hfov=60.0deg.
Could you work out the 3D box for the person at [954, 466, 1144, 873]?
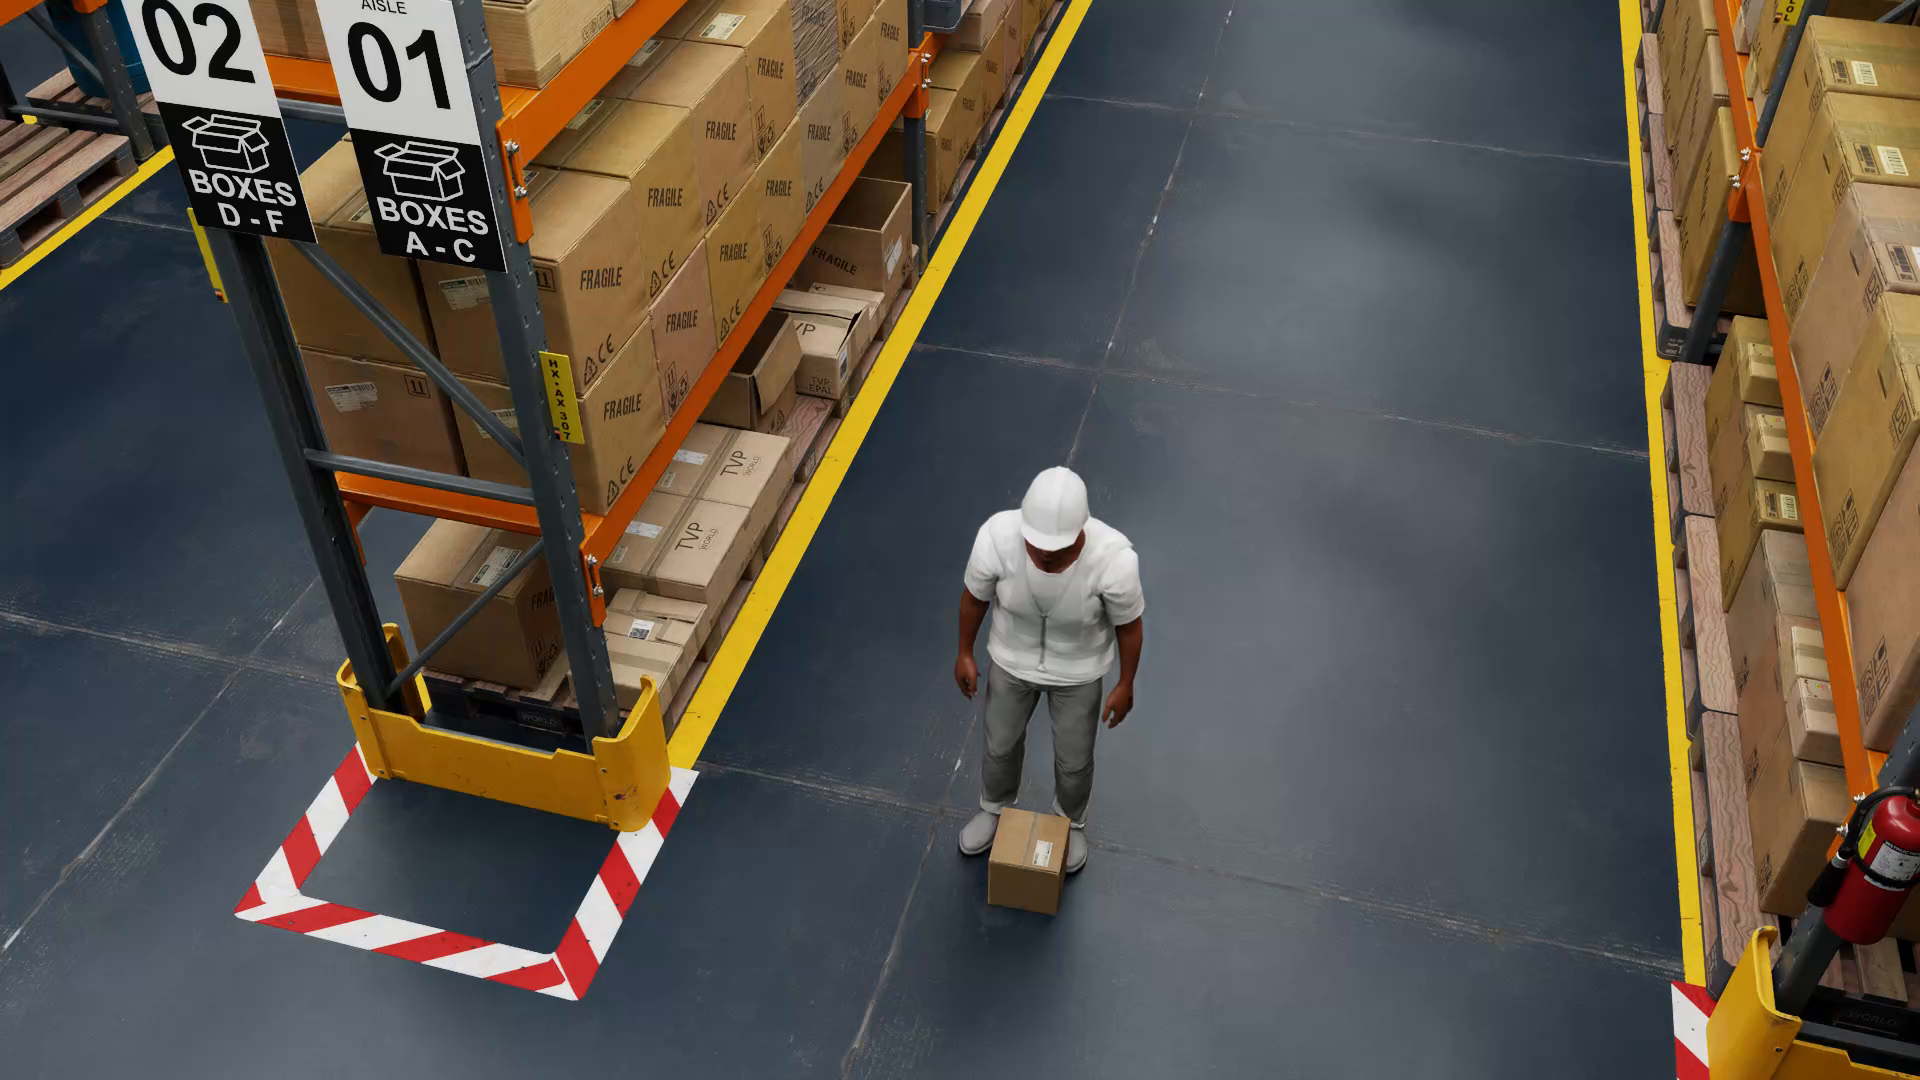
[{"bbox_3d":[0.290,0.434,5.640,0.628,1.761,0.457,10,42,12],"label":"person"}]
